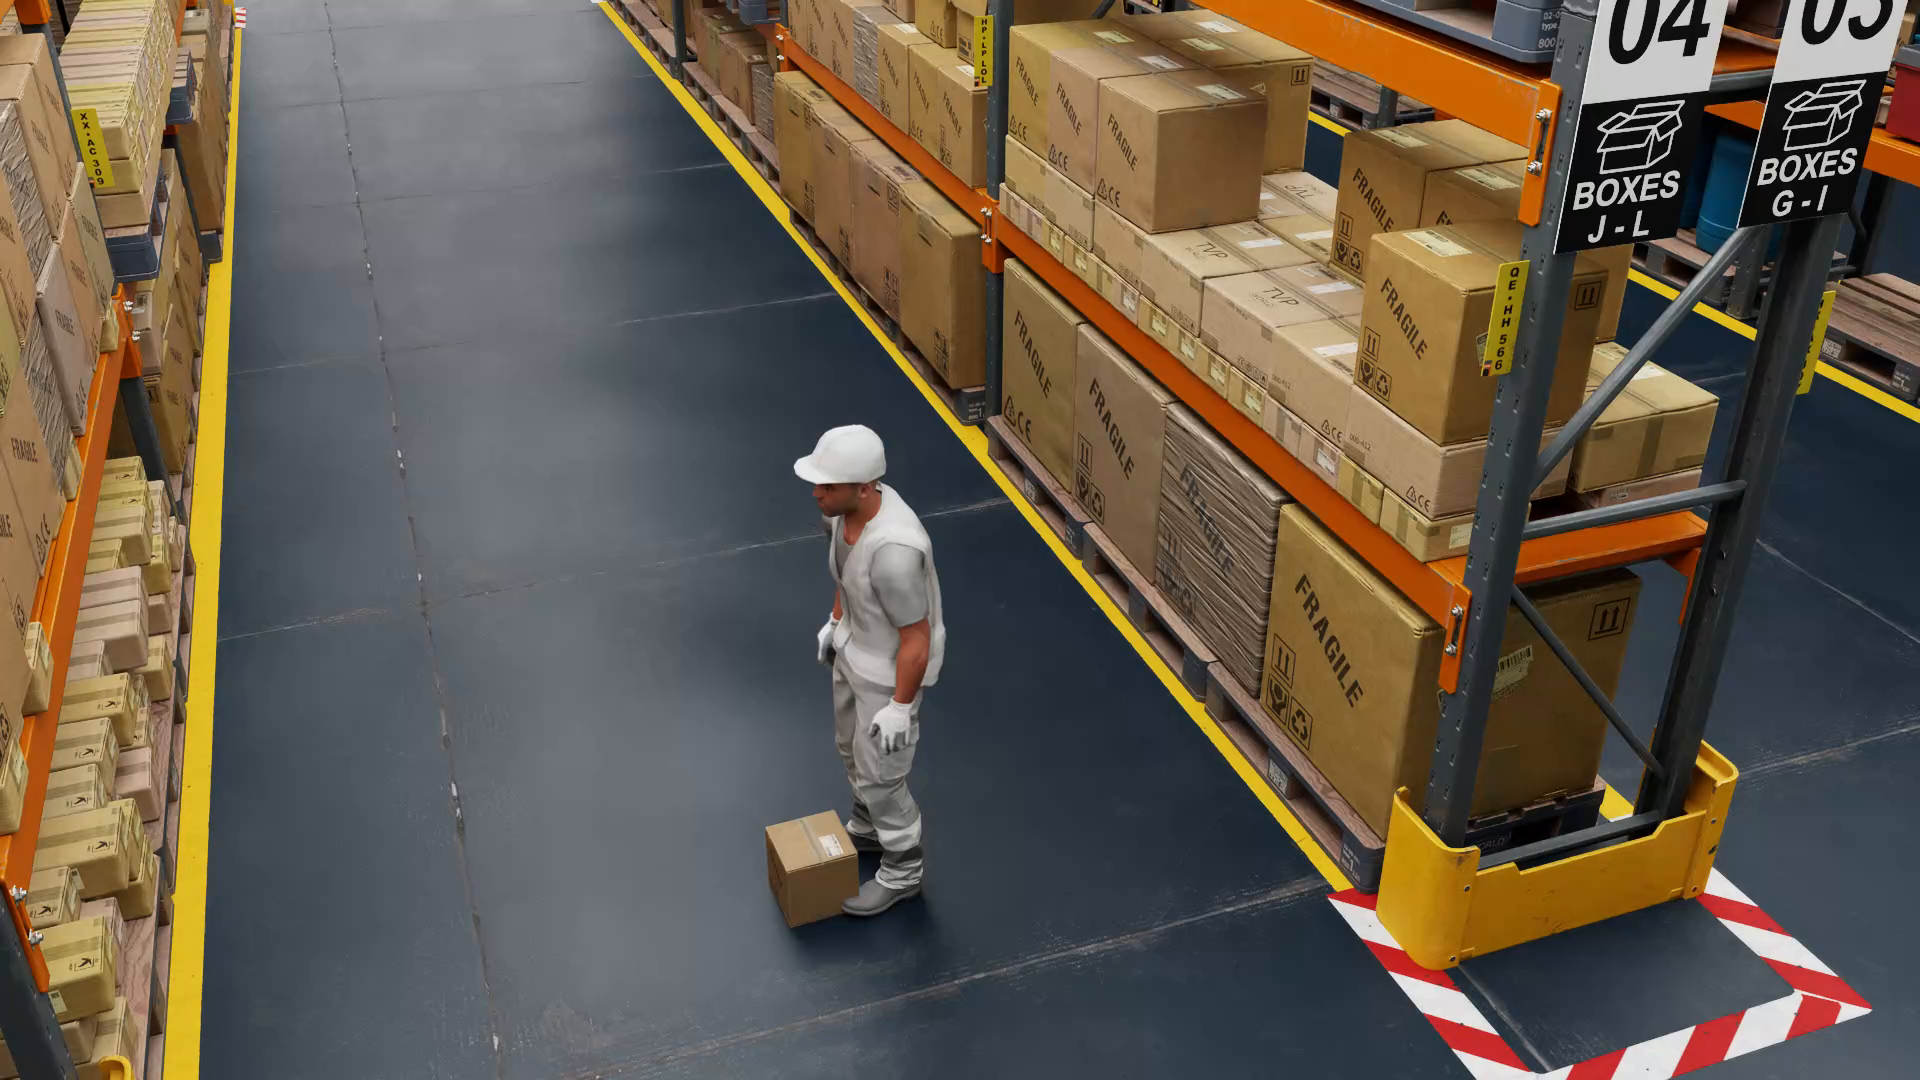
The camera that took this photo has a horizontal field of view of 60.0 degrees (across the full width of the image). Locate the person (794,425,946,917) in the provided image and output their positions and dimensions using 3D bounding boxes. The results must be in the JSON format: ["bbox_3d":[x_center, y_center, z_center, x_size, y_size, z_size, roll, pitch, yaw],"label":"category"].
[{"bbox_3d":[-0.290,0.420,5.371,0.446,1.780,0.620,-12,32,-20],"label":"person"}]
